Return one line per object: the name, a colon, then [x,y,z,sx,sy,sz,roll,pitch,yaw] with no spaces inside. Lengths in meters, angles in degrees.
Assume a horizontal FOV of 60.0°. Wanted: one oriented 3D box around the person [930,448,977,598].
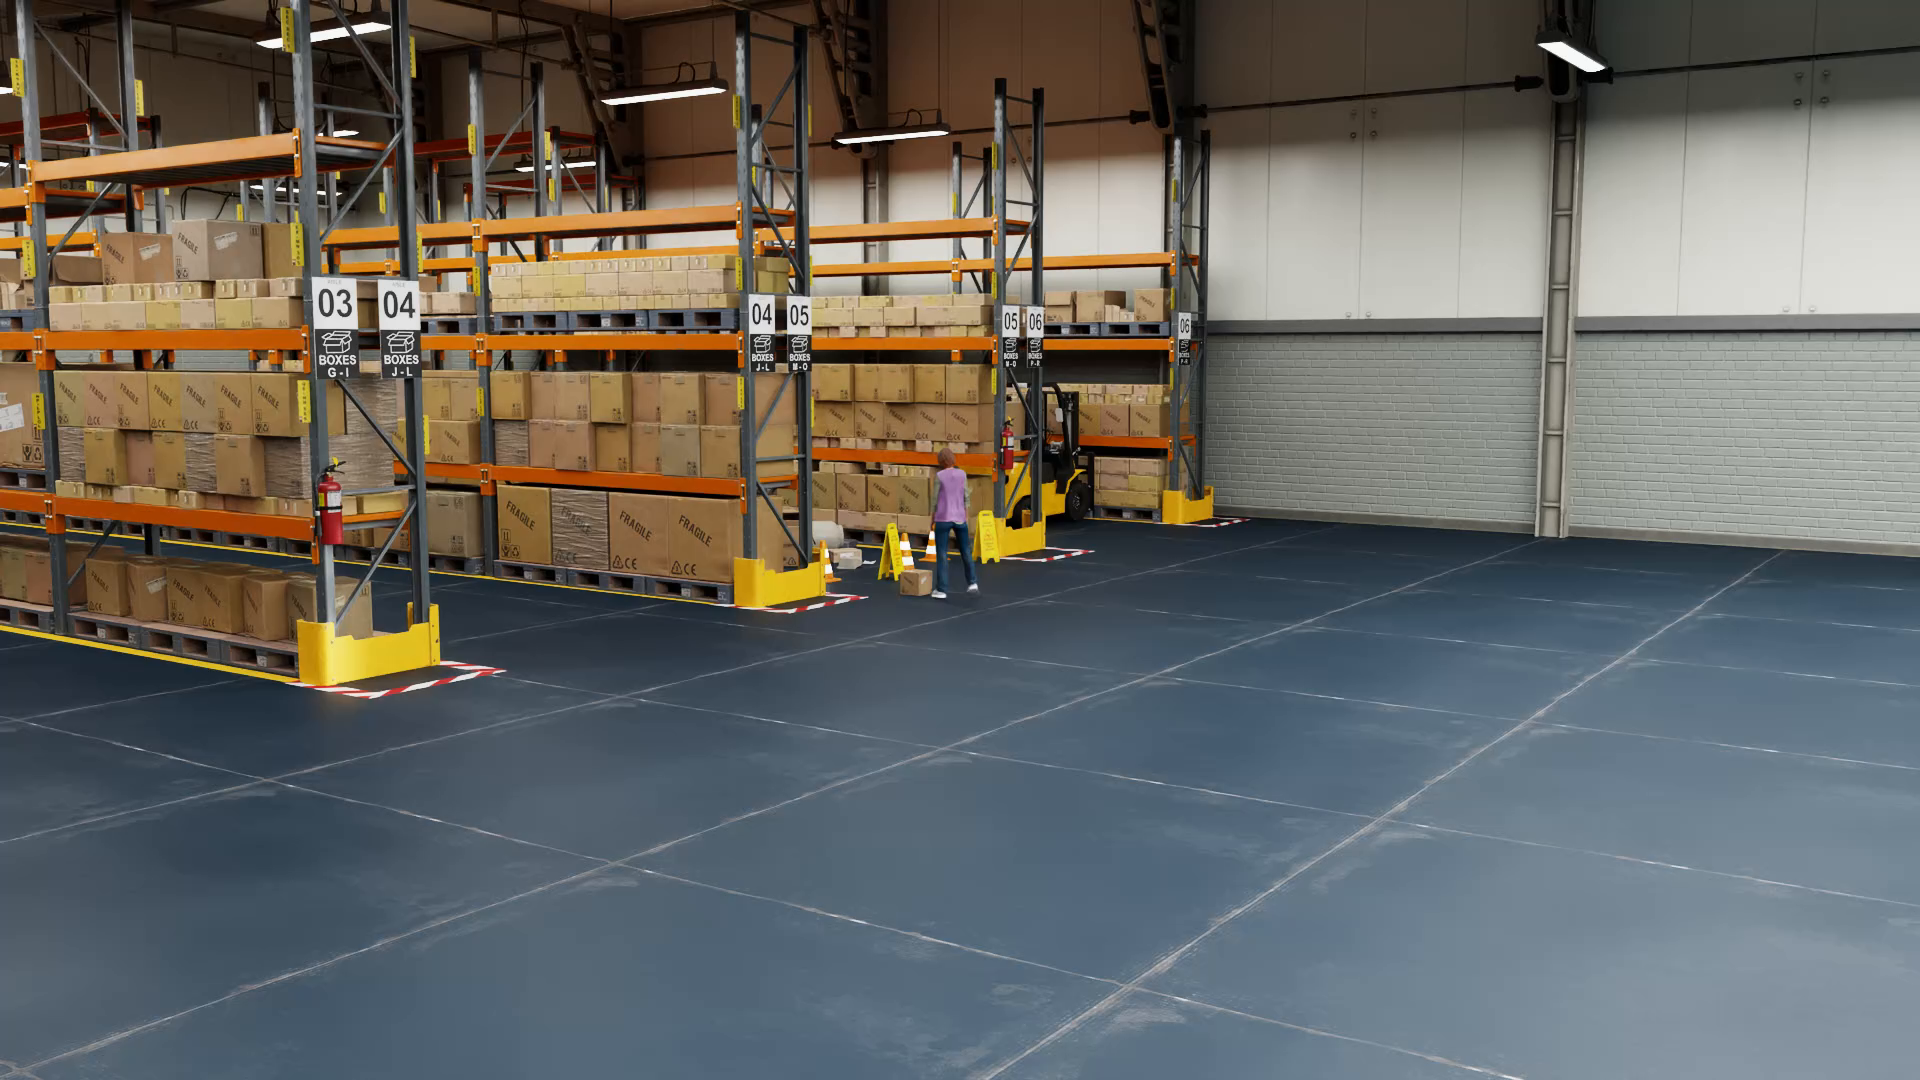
person: [-0.047,-0.185,17.781,0.609,1.571,0.466,-3,7,-26]
